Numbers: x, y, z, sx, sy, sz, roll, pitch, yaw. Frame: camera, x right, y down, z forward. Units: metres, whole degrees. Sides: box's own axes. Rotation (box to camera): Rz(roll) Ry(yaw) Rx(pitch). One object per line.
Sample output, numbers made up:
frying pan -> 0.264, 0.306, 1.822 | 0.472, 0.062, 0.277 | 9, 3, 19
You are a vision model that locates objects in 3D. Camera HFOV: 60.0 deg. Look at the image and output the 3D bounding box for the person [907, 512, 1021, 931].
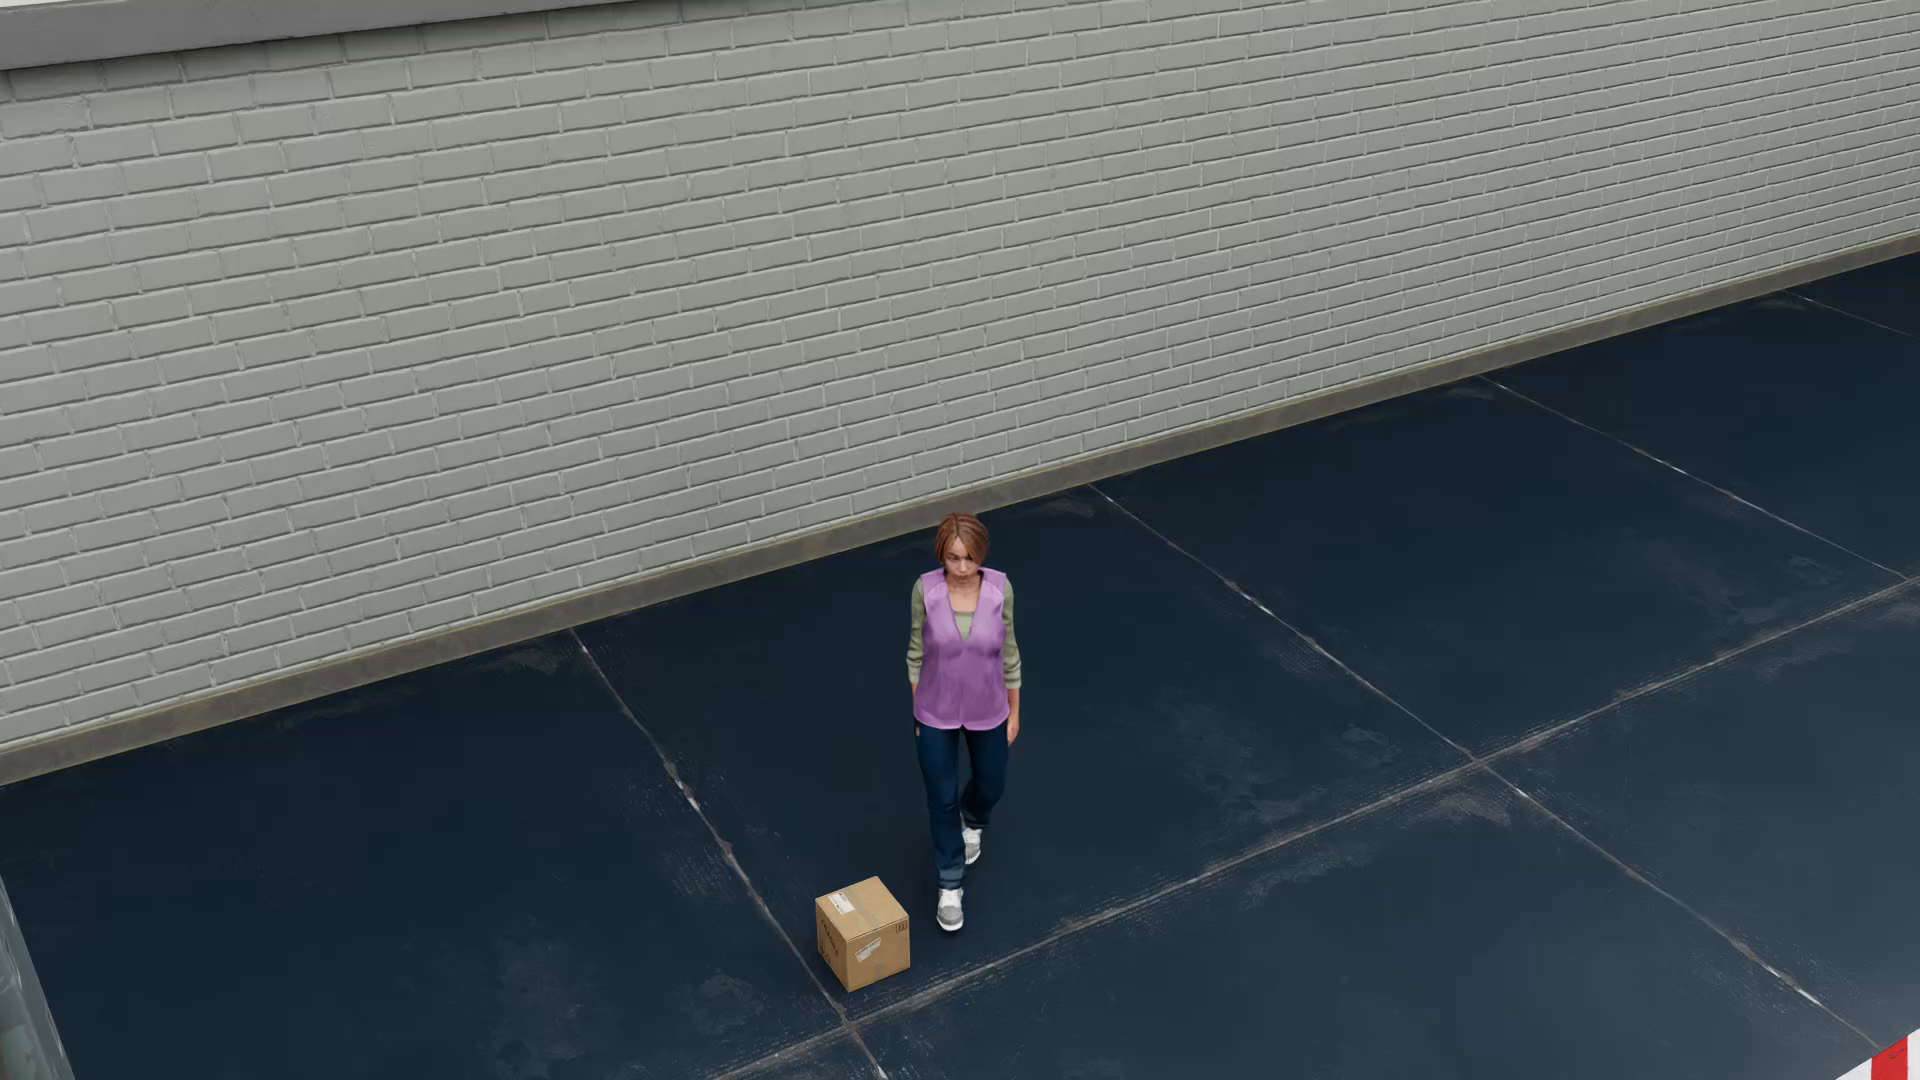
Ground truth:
person -> 0.016, 0.621, 6.016 | 0.409, 1.590, 0.601 | -2, 29, -4
